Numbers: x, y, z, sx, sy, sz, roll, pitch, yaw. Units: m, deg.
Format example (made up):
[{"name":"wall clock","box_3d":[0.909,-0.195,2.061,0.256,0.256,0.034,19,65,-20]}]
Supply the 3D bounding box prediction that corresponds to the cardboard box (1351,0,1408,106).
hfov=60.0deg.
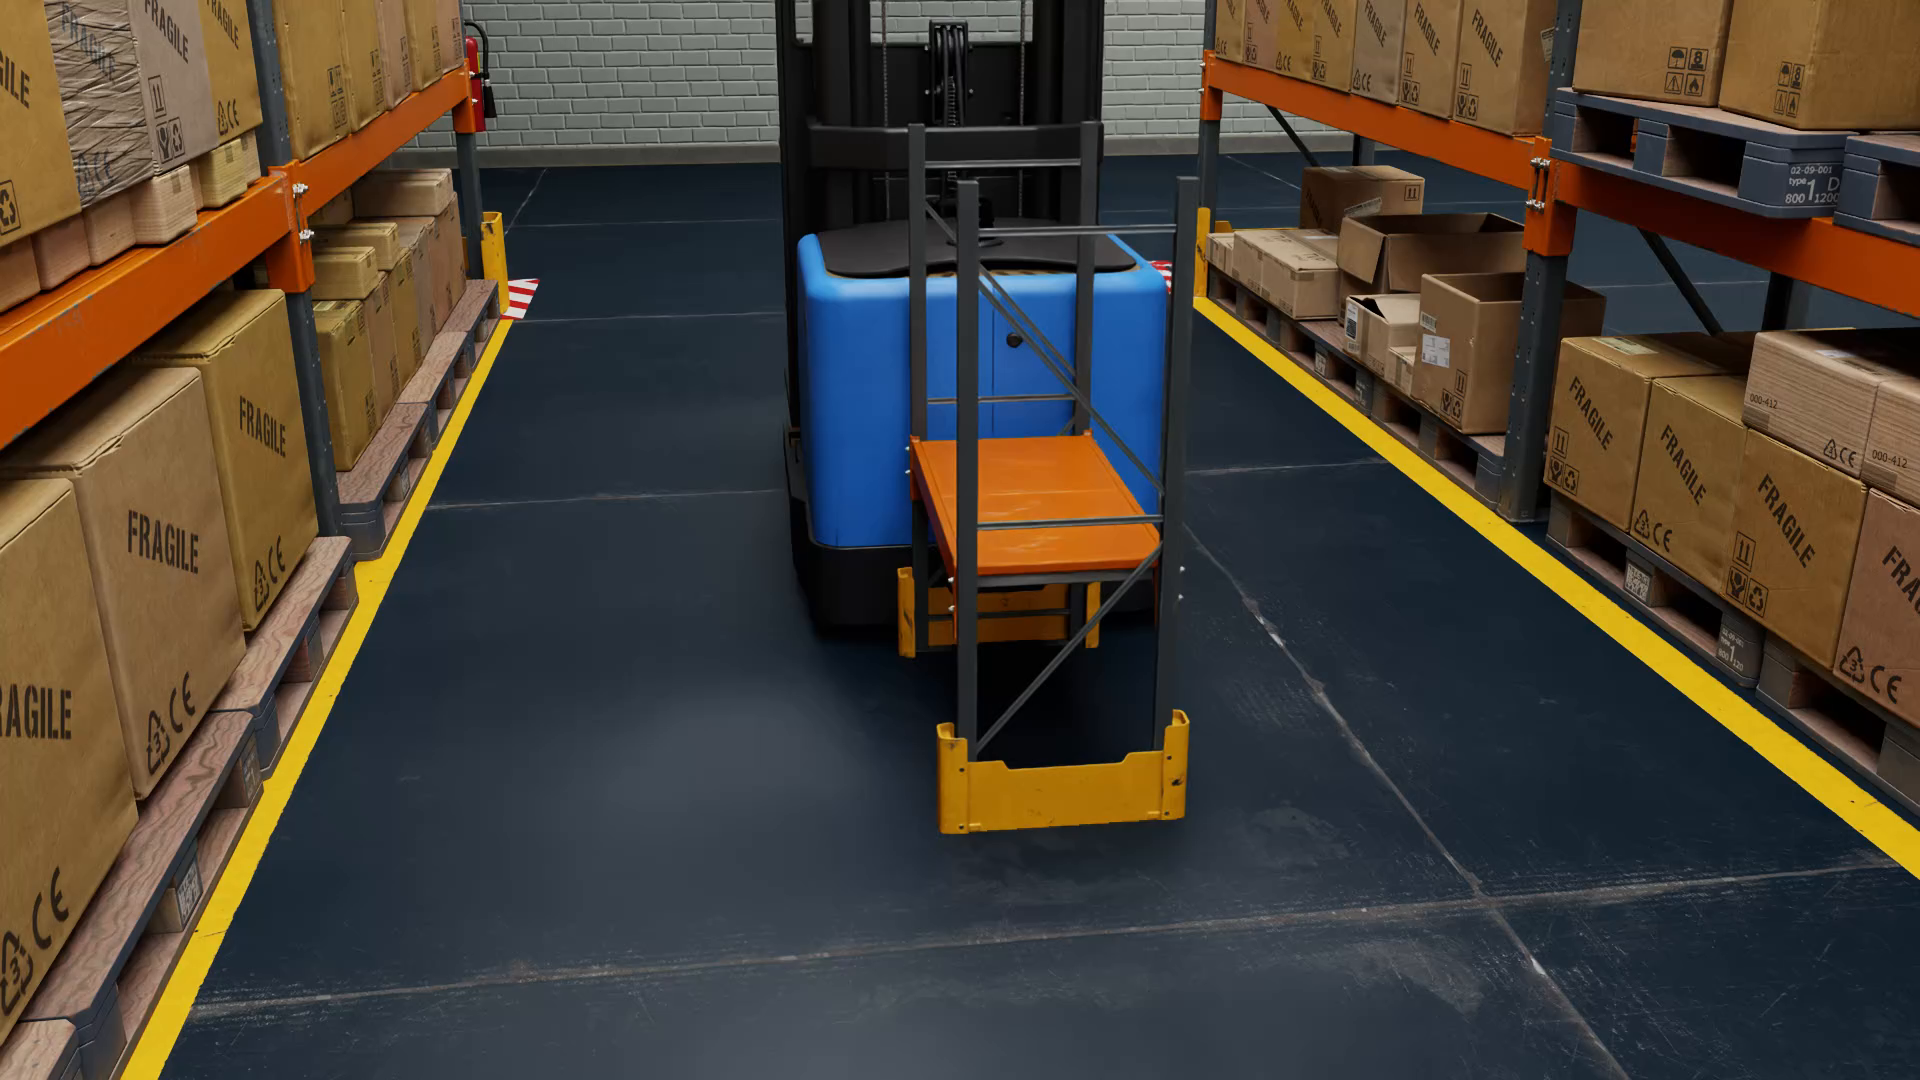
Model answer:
[{"name":"cardboard box","box_3d":[1.947,-2.065,6.816,0.500,0.500,0.500,-2,21,-7]}]

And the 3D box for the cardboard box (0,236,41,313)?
[{"name":"cardboard box","box_3d":[-1.981,-0.505,3.112,0.380,0.149,0.250,-2,21,-6]}]

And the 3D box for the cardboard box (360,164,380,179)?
[{"name":"cardboard box","box_3d":[-3.069,-1.761,8.190,0.380,0.149,0.250,-3,21,-7]}]

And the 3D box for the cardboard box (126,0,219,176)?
[{"name":"cardboard box","box_3d":[-2.077,-1.123,3.840,0.500,0.500,0.500,-3,21,-7]}]

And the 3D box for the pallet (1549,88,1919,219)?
[{"name":"pallet","box_3d":[2.432,-1.130,4.729,1.003,0.211,1.213,-3,21,-8]}]

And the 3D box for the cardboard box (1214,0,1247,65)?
[{"name":"cardboard box","box_3d":[1.651,-2.767,8.695,0.500,0.500,0.500,-2,21,-7]}]

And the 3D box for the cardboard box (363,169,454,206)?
[{"name":"cardboard box","box_3d":[-2.655,-1.693,8.007,0.380,0.149,0.250,-3,21,-8]}]

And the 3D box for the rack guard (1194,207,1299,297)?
[{"name":"rack guard","box_3d":[1.859,-1.690,9.526,1.175,0.500,0.348,-3,21,-8]}]

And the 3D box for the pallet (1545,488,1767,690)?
[{"name":"pallet","box_3d":[2.579,0.084,5.190,1.003,0.211,1.213,-3,21,-8]}]

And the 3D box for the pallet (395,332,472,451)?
[{"name":"pallet","box_3d":[-2.688,-0.635,7.115,1.003,0.211,1.213,-3,21,-8]}]

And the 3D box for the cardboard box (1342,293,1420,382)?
[{"name":"cardboard box","box_3d":[1.954,-0.891,7.030,0.500,0.311,0.500,-3,21,-8]}]

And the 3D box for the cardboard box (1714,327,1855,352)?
[{"name":"cardboard box","box_3d":[2.780,-0.381,5.393,0.500,0.500,0.500,-3,21,-8]}]

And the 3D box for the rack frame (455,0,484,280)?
[{"name":"rack frame","box_3d":[-3.053,-2.636,8.487,1.000,3.000,0.127,-3,21,-8]}]

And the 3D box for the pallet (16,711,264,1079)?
[{"name":"pallet","box_3d":[-2.112,0.742,3.428,1.003,0.211,1.213,-3,21,-8]}]

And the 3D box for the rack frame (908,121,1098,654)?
[{"name":"rack frame","box_3d":[0.113,-0.388,4.611,0.500,1.500,0.032,-3,21,-7]}]

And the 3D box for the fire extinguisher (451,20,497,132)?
[{"name":"fire extinguisher","box_3d":[-2.618,-2.501,8.768,0.296,0.674,0.183,-3,21,-8]}]

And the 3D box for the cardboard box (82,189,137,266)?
[{"name":"cardboard box","box_3d":[-2.029,-0.685,3.594,0.380,0.149,0.250,-3,21,-8]}]

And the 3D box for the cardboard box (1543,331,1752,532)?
[{"name":"cardboard box","box_3d":[2.253,-0.358,5.330,0.500,0.500,0.500,-4,21,-10]}]

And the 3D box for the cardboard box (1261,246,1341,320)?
[{"name":"cardboard box","box_3d":[1.790,-1.256,8.094,0.500,0.250,0.500,-3,21,-8]}]

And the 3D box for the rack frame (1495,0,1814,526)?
[{"name":"rack frame","box_3d":[2.425,-1.502,5.451,1.000,3.000,0.127,-3,21,-8]}]

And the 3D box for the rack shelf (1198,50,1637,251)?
[{"name":"rack shelf","box_3d":[2.136,-1.858,7.431,1.077,0.370,4.000,-3,21,-8]}]

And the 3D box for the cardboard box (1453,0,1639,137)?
[{"name":"cardboard box","box_3d":[2.099,-1.709,5.862,0.500,0.500,0.500,-3,21,-7]}]

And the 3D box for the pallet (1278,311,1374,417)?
[{"name":"pallet","box_3d":[2.148,-0.857,7.709,1.003,0.211,1.213,-3,21,-8]}]

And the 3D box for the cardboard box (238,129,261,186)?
[{"name":"cardboard box","box_3d":[-2.148,-1.040,4.544,0.380,0.149,0.250,-3,21,-7]}]

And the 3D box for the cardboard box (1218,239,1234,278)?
[{"name":"cardboard box","box_3d":[1.604,-1.517,8.911,0.380,0.166,0.250,-3,21,-8]}]

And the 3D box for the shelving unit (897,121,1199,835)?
[{"name":"shelving unit","box_3d":[0.177,-0.214,4.147,0.587,1.500,1.083,-3,21,-7]}]

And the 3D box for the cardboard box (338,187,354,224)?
[{"name":"cardboard box","box_3d":[-2.960,-1.499,7.489,0.380,0.149,0.250,-3,21,-7]}]

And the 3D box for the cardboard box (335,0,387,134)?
[{"name":"cardboard box","box_3d":[-2.638,-1.833,5.909,0.980,0.700,0.700,-3,21,-9]}]

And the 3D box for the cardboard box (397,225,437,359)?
[{"name":"cardboard box","box_3d":[-2.708,-1.077,7.285,0.700,0.500,0.500,-4,21,-10]}]

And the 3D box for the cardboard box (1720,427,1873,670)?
[{"name":"cardboard box","box_3d":[2.406,0.000,4.373,0.500,0.500,0.500,-3,21,-7]}]

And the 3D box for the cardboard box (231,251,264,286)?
[{"name":"cardboard box","box_3d":[-2.775,-1.058,6.307,0.380,0.149,0.250,-4,21,-9]}]

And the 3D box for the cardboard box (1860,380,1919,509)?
[{"name":"cardboard box","box_3d":[2.470,-0.189,3.807,0.500,0.250,0.500,-3,21,-9]}]

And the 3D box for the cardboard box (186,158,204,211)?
[{"name":"cardboard box","box_3d":[-2.095,-0.862,4.067,0.380,0.149,0.250,-2,21,-6]}]

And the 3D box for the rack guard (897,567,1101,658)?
[{"name":"rack guard","box_3d":[0.114,0.198,4.828,0.587,0.250,0.087,-3,21,-7]}]

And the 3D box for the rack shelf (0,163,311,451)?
[{"name":"rack shelf","box_3d":[-2.188,-0.222,3.050,1.077,0.370,4.000,-3,21,-8]}]

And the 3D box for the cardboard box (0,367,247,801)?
[{"name":"cardboard box","box_3d":[-2.123,0.085,3.673,0.750,0.750,0.750,-2,21,-6]}]

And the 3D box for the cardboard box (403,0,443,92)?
[{"name":"cardboard box","box_3d":[-2.854,-2.349,7.290,0.980,0.700,0.700,-3,21,-8]}]

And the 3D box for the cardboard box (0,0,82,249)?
[{"name":"cardboard box","box_3d":[-1.936,-0.776,2.911,0.500,0.500,0.500,-2,21,-6]}]

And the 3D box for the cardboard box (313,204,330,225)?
[{"name":"cardboard box","box_3d":[-2.885,-1.323,7.015,0.380,0.149,0.250,-3,21,-7]}]

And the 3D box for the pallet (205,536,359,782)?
[{"name":"pallet","box_3d":[-2.291,0.319,4.561,1.003,0.211,1.213,-3,21,-8]}]

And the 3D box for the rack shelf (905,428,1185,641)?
[{"name":"rack shelf","box_3d":[0.178,-0.043,4.201,0.538,0.185,1.000,-3,21,-7]}]

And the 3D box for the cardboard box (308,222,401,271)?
[{"name":"cardboard box","box_3d":[-2.427,-1.153,6.562,0.380,0.149,0.250,-4,21,-9]}]

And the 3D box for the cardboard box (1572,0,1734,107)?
[{"name":"cardboard box","box_3d":[2.272,-1.570,4.891,0.700,0.500,0.500,-10,23,-26]}]

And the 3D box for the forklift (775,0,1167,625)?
[{"name":"forklift","box_3d":[-0.098,-1.600,5.812,1.130,2.935,3.031,-3,21,-7]}]

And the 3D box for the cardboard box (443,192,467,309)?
[{"name":"cardboard box","box_3d":[-2.853,-1.424,8.215,0.700,0.500,0.500,-3,21,-8]}]

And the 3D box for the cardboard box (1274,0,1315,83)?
[{"name":"cardboard box","box_3d":[1.800,-2.415,7.751,0.500,0.500,0.500,-3,21,-8]}]

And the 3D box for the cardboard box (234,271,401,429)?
[{"name":"cardboard box","box_3d":[-2.552,-0.715,6.316,0.700,0.500,0.500,-3,21,-8]}]

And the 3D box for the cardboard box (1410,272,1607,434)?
[{"name":"cardboard box","box_3d":[2.062,-0.720,6.301,0.500,0.500,0.500,-3,21,-8]}]
